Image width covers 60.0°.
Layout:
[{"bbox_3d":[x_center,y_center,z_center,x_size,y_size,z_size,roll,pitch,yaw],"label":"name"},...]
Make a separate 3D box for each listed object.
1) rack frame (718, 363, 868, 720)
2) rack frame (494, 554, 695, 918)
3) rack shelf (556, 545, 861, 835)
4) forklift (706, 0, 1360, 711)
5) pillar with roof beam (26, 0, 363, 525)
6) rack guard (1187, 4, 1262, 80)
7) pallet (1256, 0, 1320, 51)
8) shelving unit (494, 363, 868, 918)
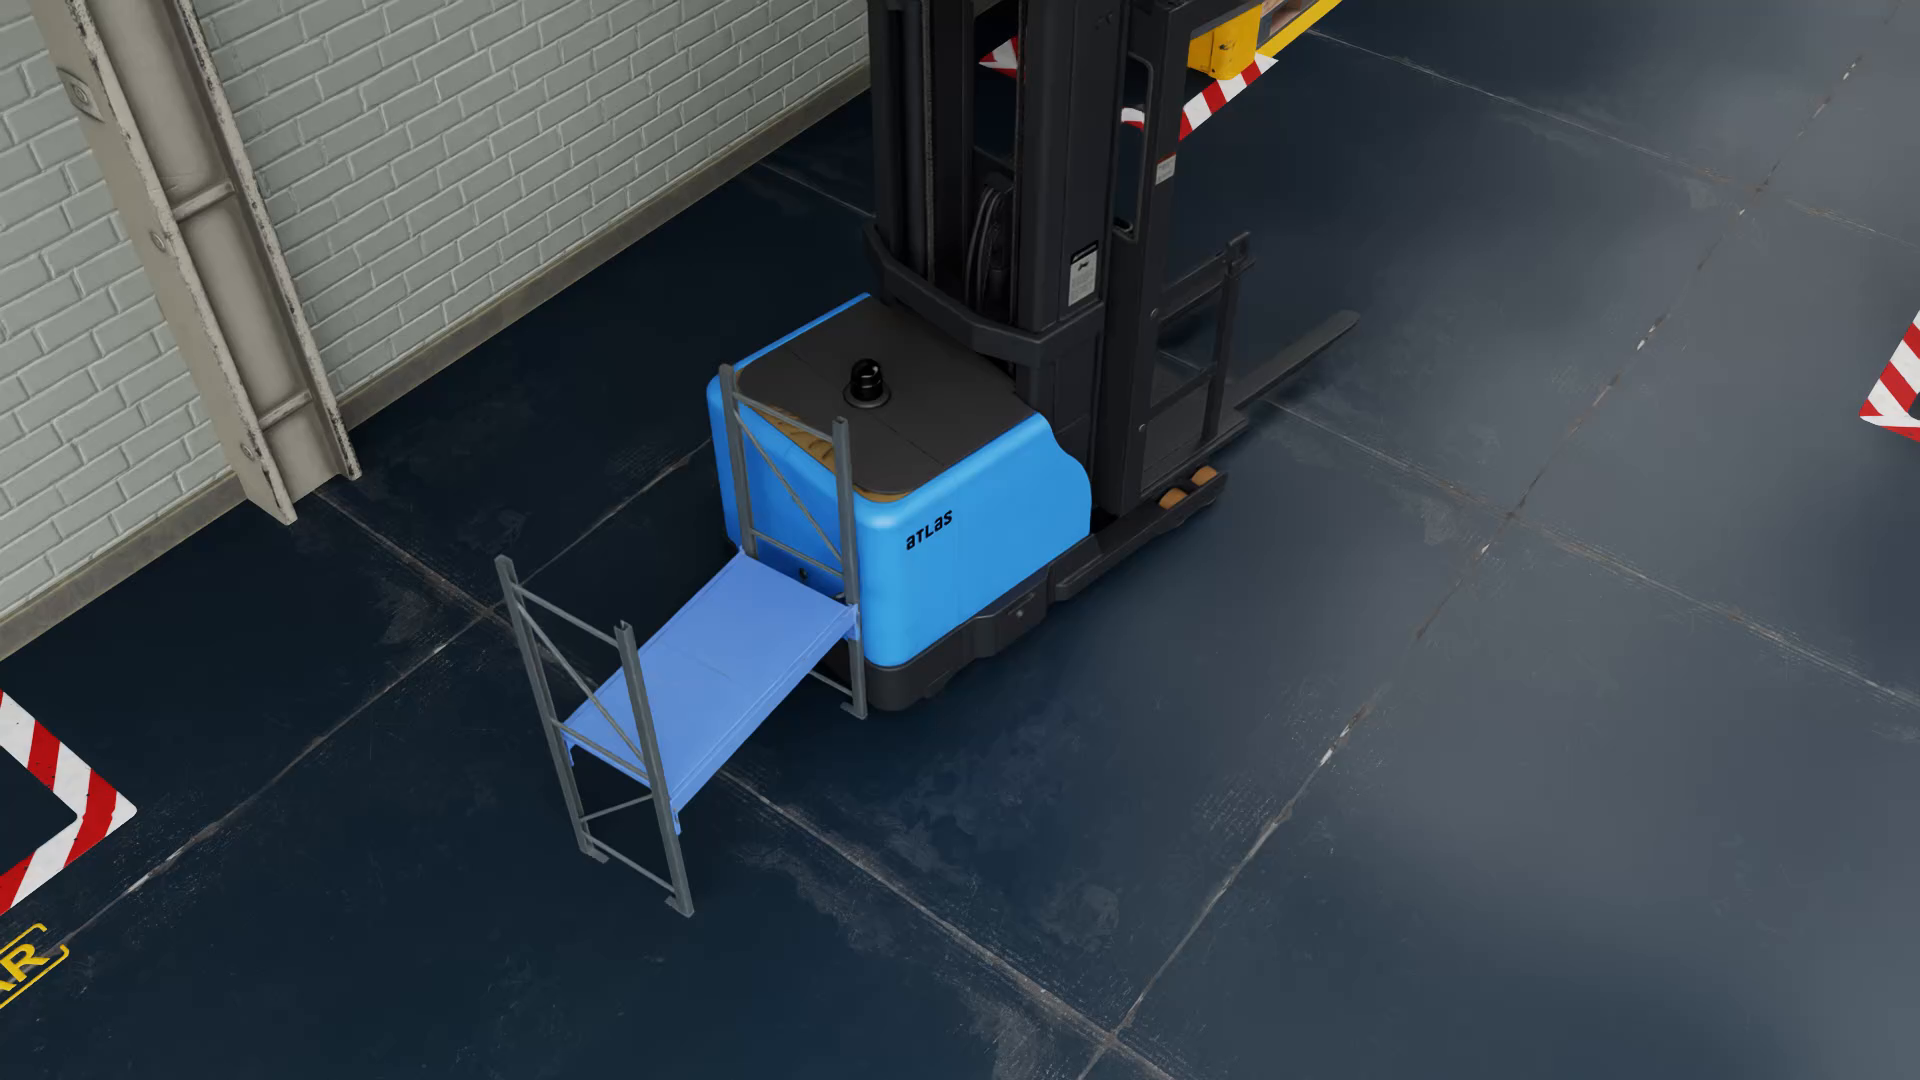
[{"bbox_3d":[-0.566,0.053,5.827,0.500,1.500,0.032,26,51,22],"label":"rack frame"},{"bbox_3d":[-1.126,0.666,5.241,0.500,1.500,0.032,26,51,22],"label":"rack frame"},{"bbox_3d":[-0.846,0.484,5.664,0.538,0.185,1.000,26,51,22],"label":"rack shelf"},{"bbox_3d":[0.491,-1.315,6.144,3.031,2.935,1.130,-34,55,-28],"label":"forklift"},{"bbox_3d":[0.585,-1.446,2.073,9.100,9.000,0.400,29,53,25],"label":"pillar with roof beam"},{"bbox_3d":[1.150,-3.107,9.537,1.175,0.500,0.348,29,53,25],"label":"rack guard"},{"bbox_3d":[1.675,-3.457,10.071,1.003,0.211,1.213,29,53,25],"label":"pallet"},{"bbox_3d":[-0.846,0.359,5.534,0.538,1.500,1.048,26,51,22],"label":"shelving unit"}]
